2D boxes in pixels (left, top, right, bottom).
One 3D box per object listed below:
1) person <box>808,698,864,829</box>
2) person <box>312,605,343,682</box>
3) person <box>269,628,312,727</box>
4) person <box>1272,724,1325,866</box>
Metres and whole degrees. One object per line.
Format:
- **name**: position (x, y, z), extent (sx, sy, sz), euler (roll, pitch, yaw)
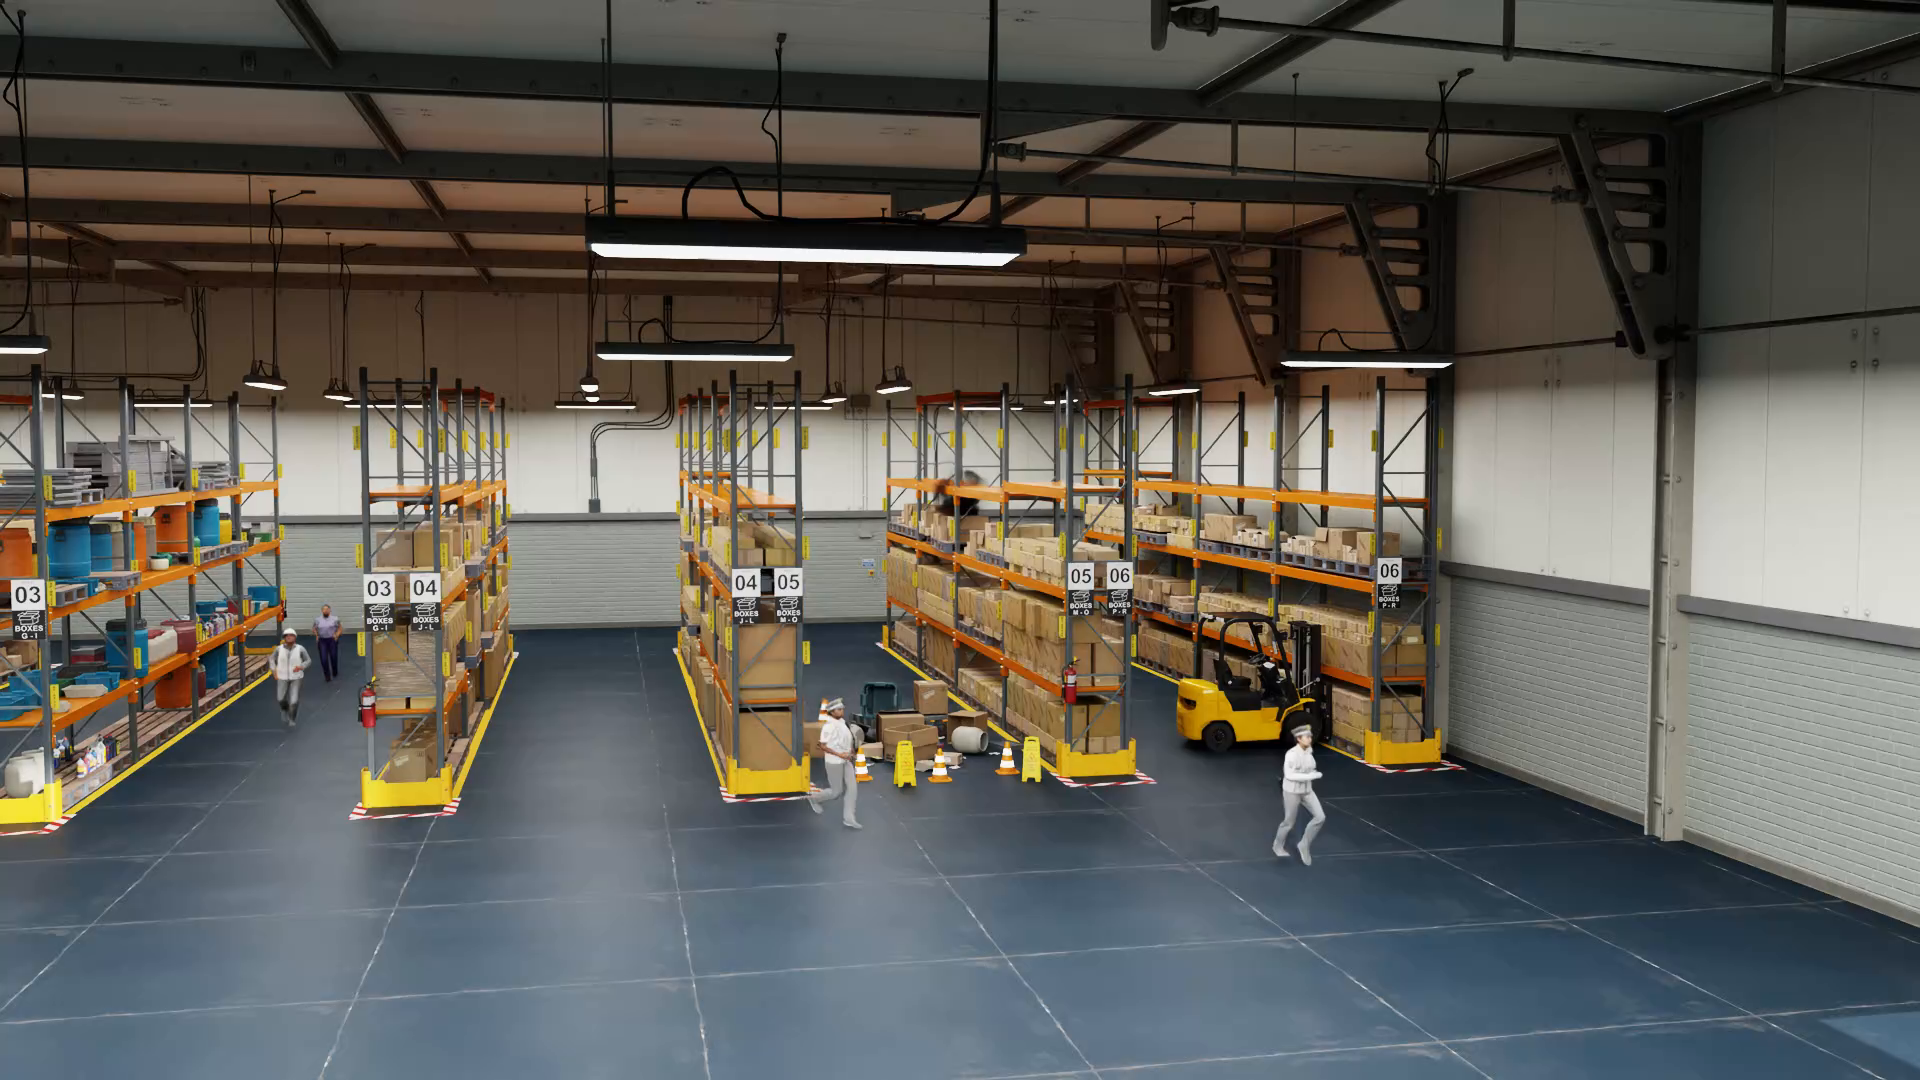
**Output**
- **person**: position (-1.618, 2.895, 21.634), extent (0.815, 1.701, 0.596), euler (2, 4, 31)
- **person**: position (-13.172, 2.142, 34.626), extent (0.586, 1.601, 0.544), euler (-1, 4, -16)
- **person**: position (-11.673, 2.408, 28.959), extent (0.715, 1.731, 0.522), euler (-1, 4, -14)
- **person**: position (4.003, 2.988, 19.647), extent (0.641, 1.680, 0.790), euler (-3, 4, -37)
